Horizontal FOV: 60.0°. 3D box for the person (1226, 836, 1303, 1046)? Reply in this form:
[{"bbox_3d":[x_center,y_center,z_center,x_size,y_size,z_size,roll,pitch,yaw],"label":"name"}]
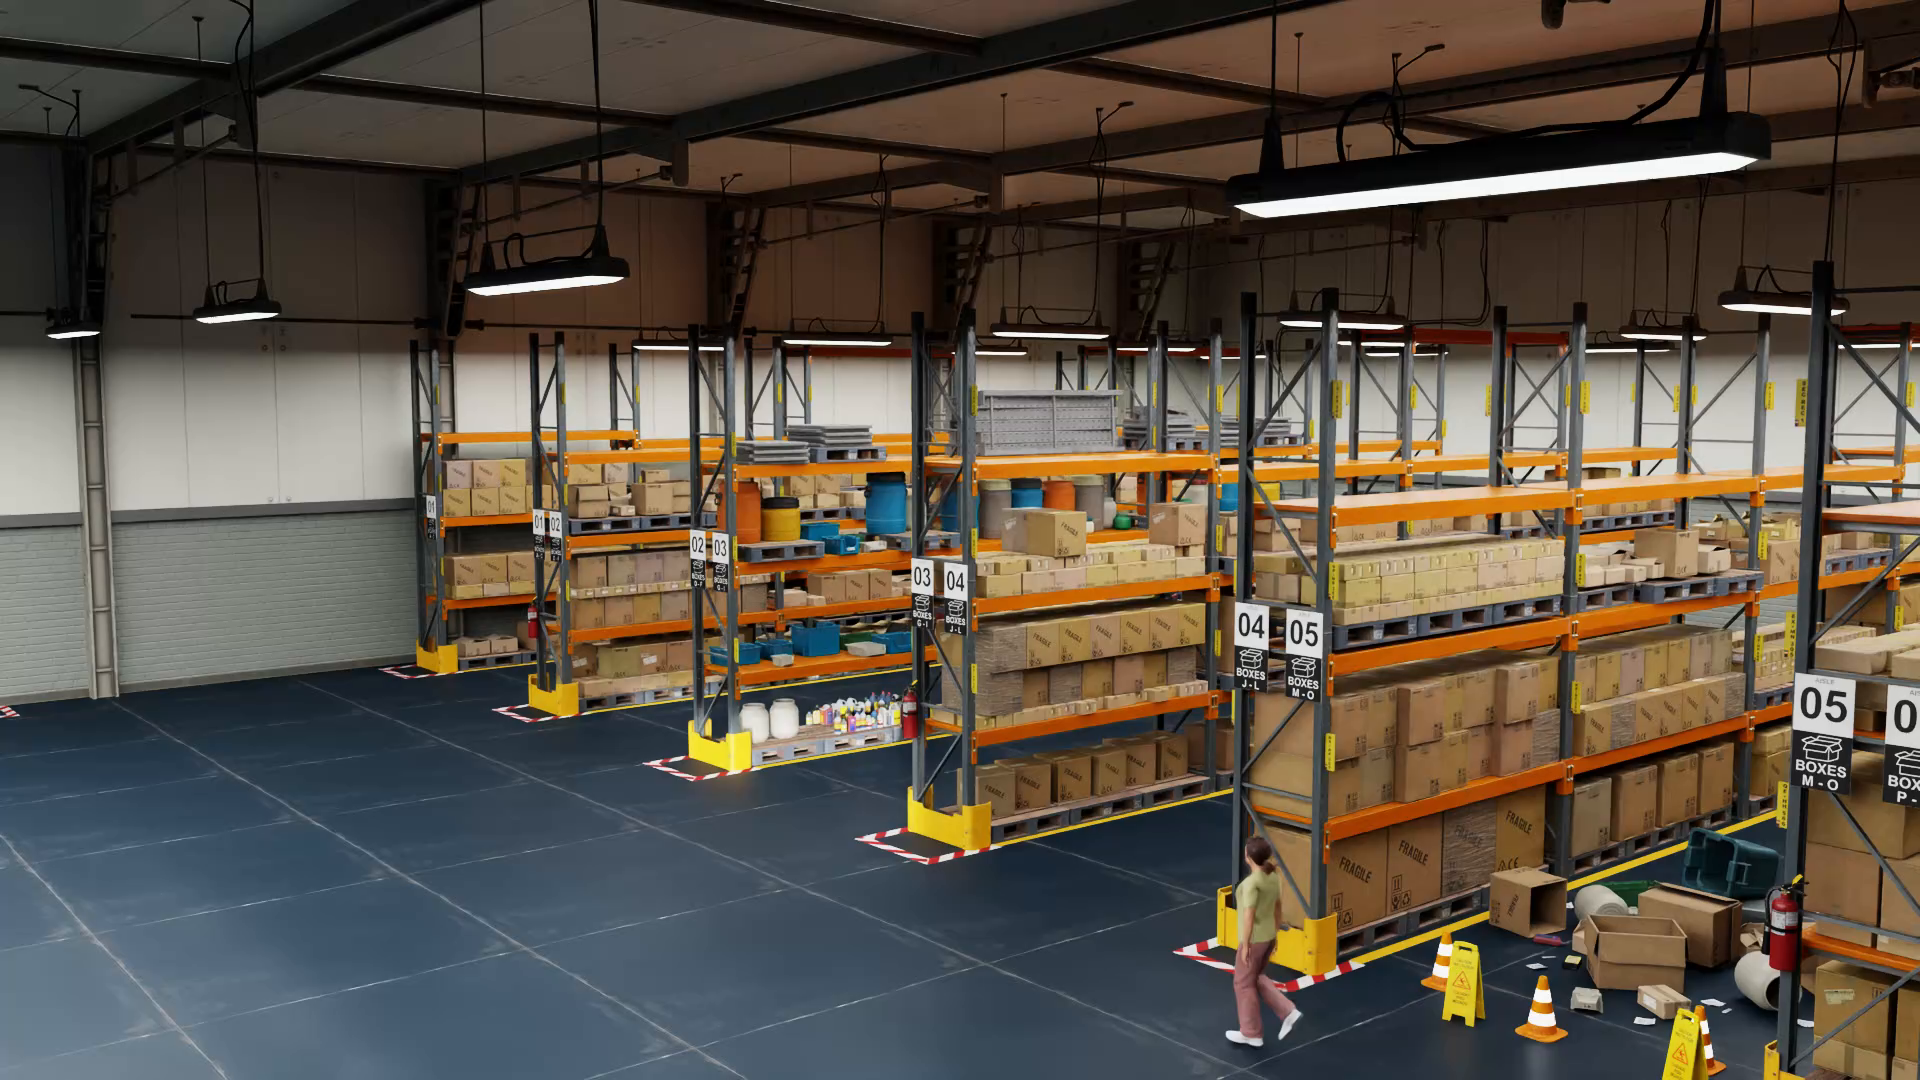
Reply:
[{"bbox_3d":[2.355,3.128,12.919,0.593,1.659,0.439,4,6,35],"label":"person"}]
